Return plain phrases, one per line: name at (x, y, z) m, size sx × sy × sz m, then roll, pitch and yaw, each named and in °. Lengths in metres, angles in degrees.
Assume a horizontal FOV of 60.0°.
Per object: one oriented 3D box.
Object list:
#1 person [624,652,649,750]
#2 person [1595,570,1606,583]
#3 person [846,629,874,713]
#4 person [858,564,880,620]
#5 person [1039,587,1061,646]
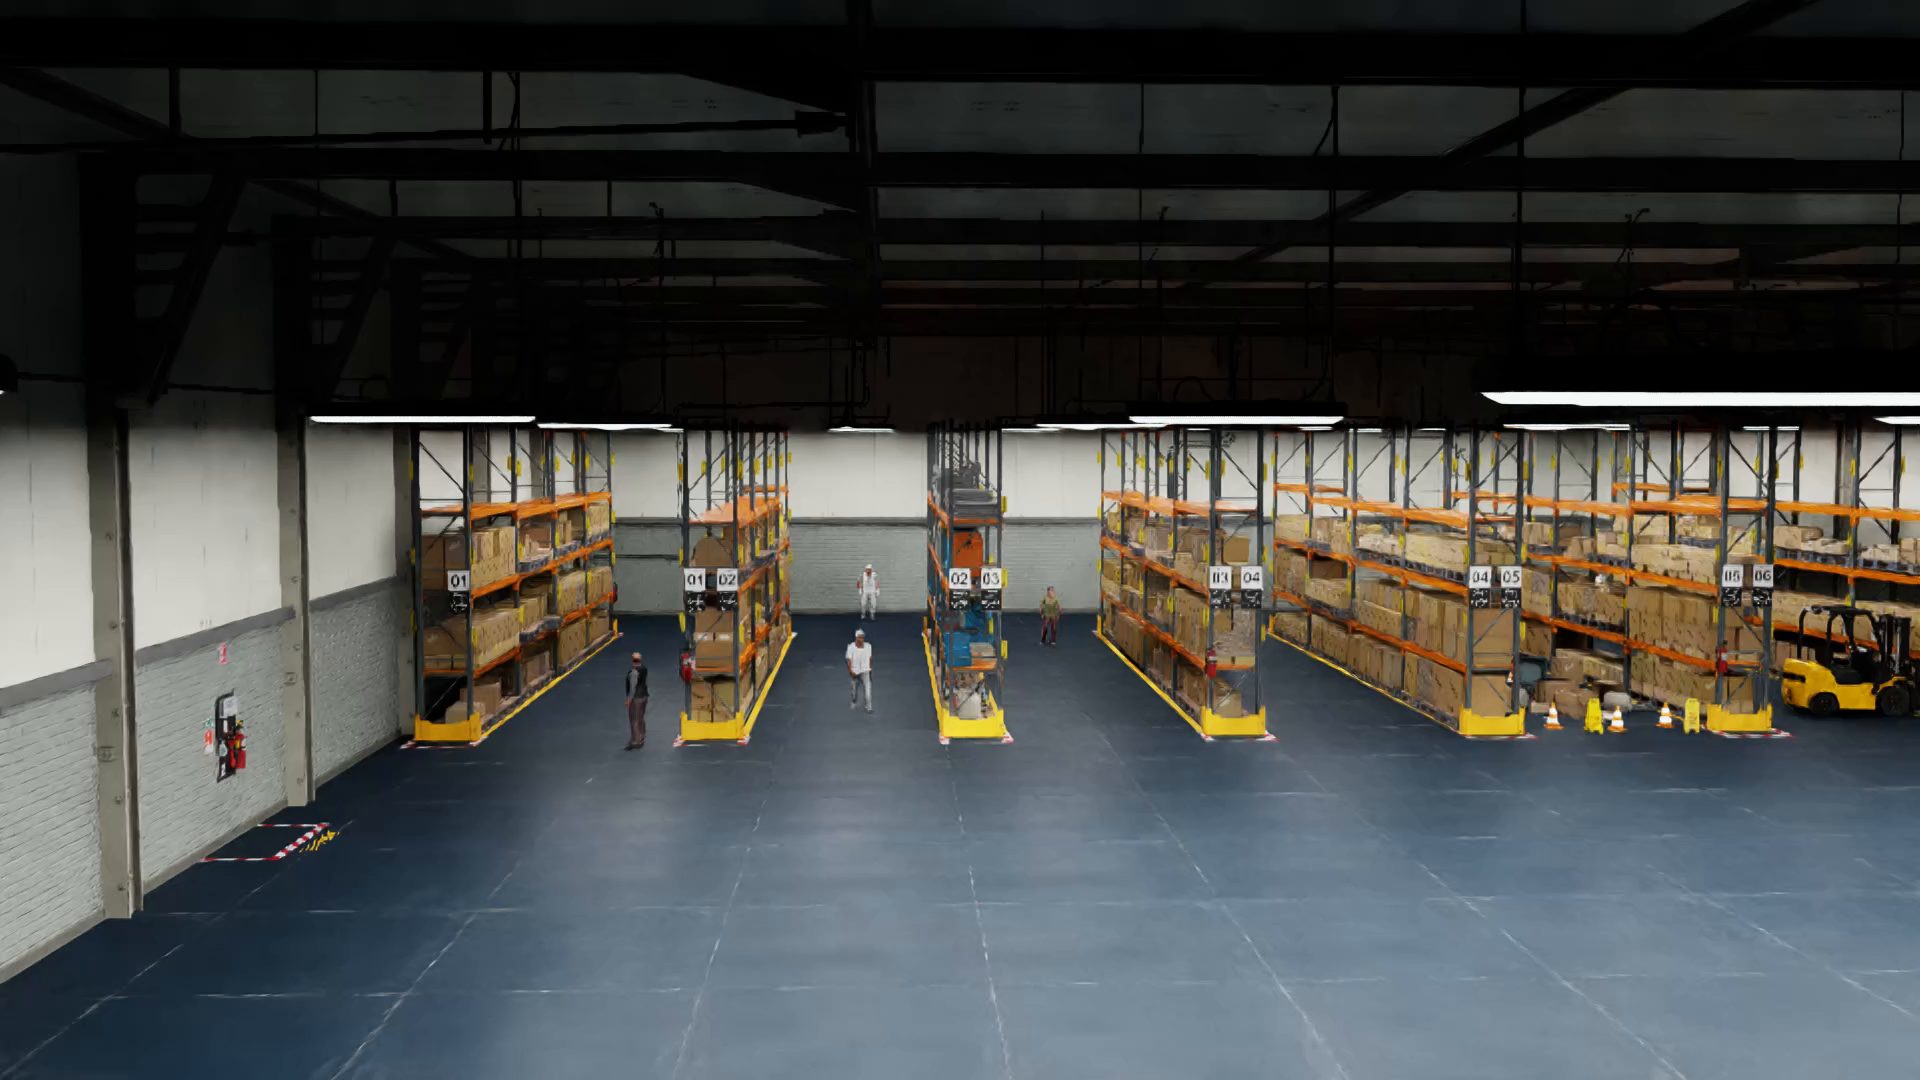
person at (-5.901, 2.927, 30.302) m, size 0.410 × 1.756 × 0.581 m, roll 1°, pitch 4°, yaw 15°
person at (19.217, 1.639, 50.066) m, size 0.713 × 1.783 × 0.567 m, roll -2°, pitch 4°, yaw -31°
person at (-2.060, 2.678, 34.094) m, size 0.571 × 1.707 × 1.035 m, roll -1°, pitch 4°, yaw -11°
person at (-2.799, 1.600, 50.968) m, size 0.677 × 1.741 × 0.552 m, roll 0°, pitch 4°, yaw -4°
person at (2.420, 2.050, 44.857) m, size 0.598 × 1.619 × 0.507 m, roll 0°, pitch 4°, yaw -5°
